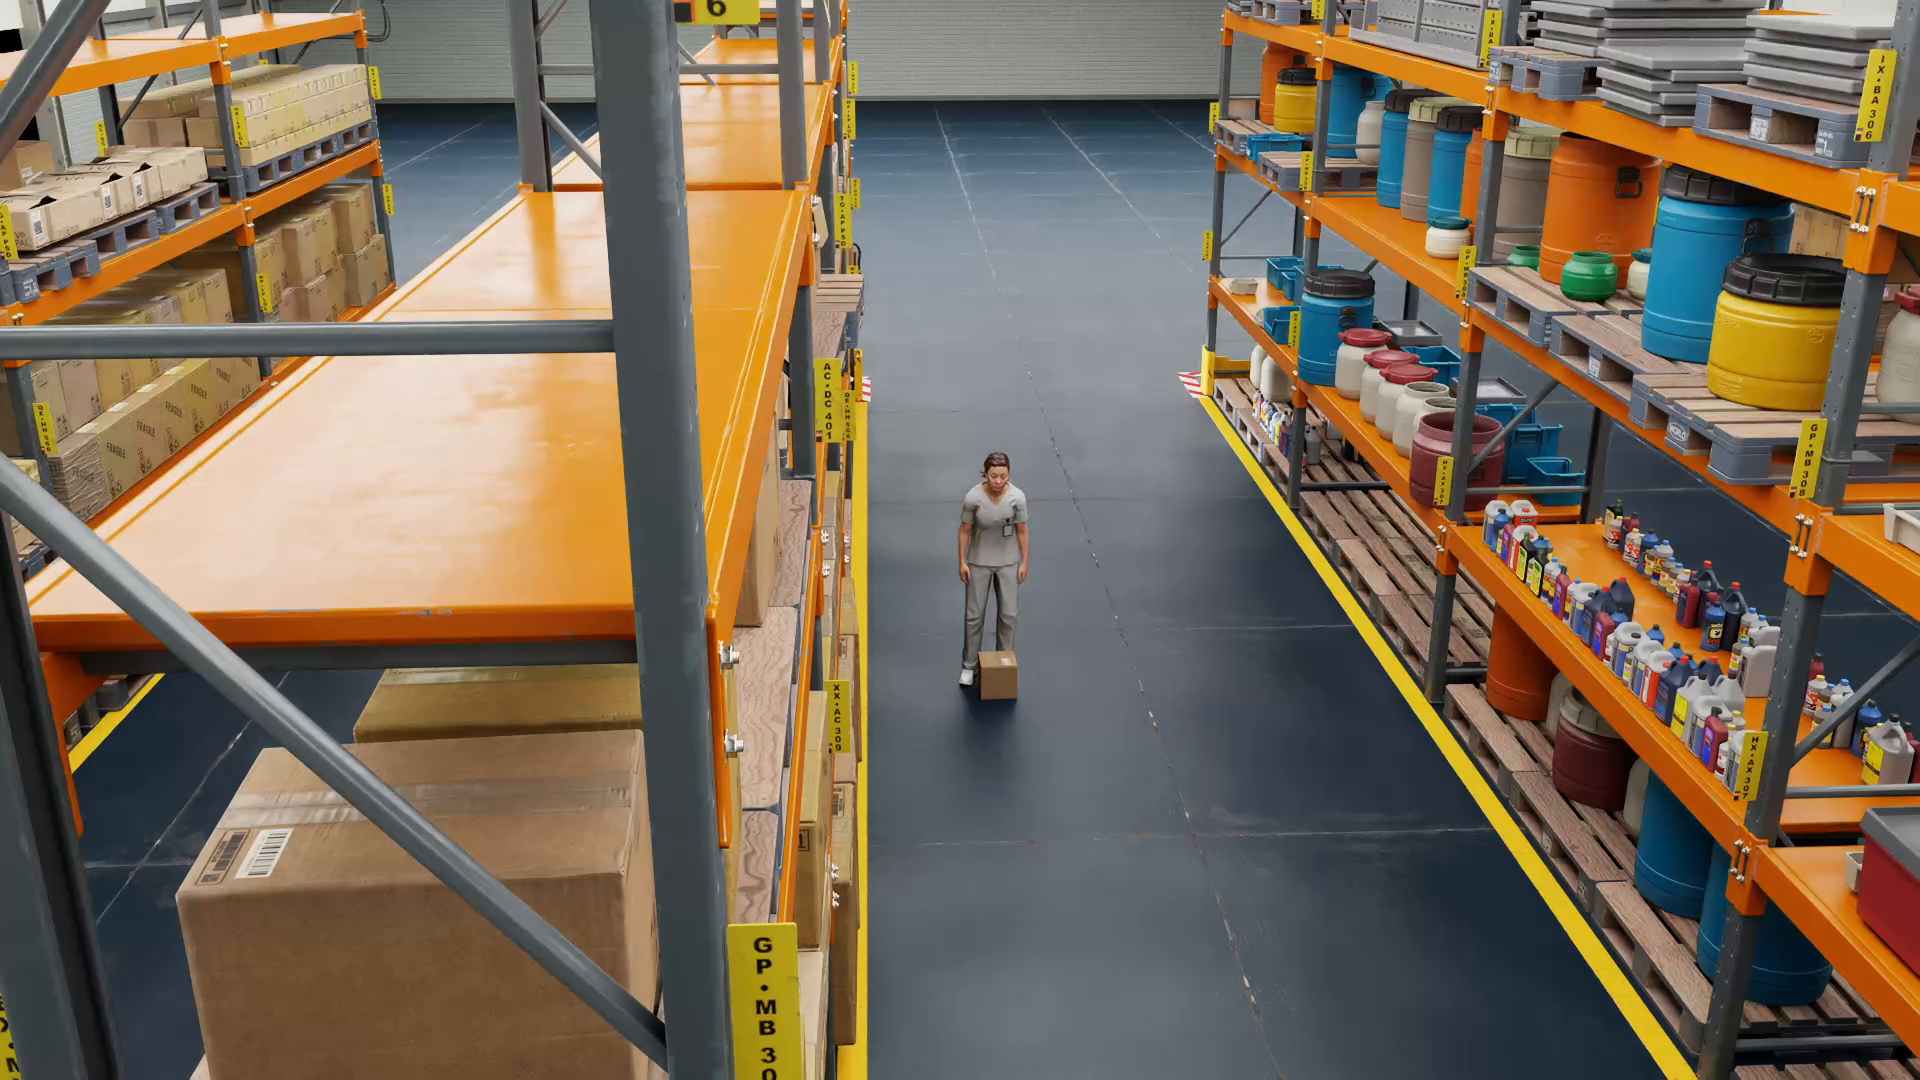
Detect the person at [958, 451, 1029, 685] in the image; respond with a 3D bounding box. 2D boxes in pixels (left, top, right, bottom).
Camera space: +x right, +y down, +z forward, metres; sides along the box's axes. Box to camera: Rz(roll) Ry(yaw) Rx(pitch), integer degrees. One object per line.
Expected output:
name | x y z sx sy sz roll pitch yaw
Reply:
person | 0.232 0.186 11.407 0.485 1.672 0.408 -1 20 -3
